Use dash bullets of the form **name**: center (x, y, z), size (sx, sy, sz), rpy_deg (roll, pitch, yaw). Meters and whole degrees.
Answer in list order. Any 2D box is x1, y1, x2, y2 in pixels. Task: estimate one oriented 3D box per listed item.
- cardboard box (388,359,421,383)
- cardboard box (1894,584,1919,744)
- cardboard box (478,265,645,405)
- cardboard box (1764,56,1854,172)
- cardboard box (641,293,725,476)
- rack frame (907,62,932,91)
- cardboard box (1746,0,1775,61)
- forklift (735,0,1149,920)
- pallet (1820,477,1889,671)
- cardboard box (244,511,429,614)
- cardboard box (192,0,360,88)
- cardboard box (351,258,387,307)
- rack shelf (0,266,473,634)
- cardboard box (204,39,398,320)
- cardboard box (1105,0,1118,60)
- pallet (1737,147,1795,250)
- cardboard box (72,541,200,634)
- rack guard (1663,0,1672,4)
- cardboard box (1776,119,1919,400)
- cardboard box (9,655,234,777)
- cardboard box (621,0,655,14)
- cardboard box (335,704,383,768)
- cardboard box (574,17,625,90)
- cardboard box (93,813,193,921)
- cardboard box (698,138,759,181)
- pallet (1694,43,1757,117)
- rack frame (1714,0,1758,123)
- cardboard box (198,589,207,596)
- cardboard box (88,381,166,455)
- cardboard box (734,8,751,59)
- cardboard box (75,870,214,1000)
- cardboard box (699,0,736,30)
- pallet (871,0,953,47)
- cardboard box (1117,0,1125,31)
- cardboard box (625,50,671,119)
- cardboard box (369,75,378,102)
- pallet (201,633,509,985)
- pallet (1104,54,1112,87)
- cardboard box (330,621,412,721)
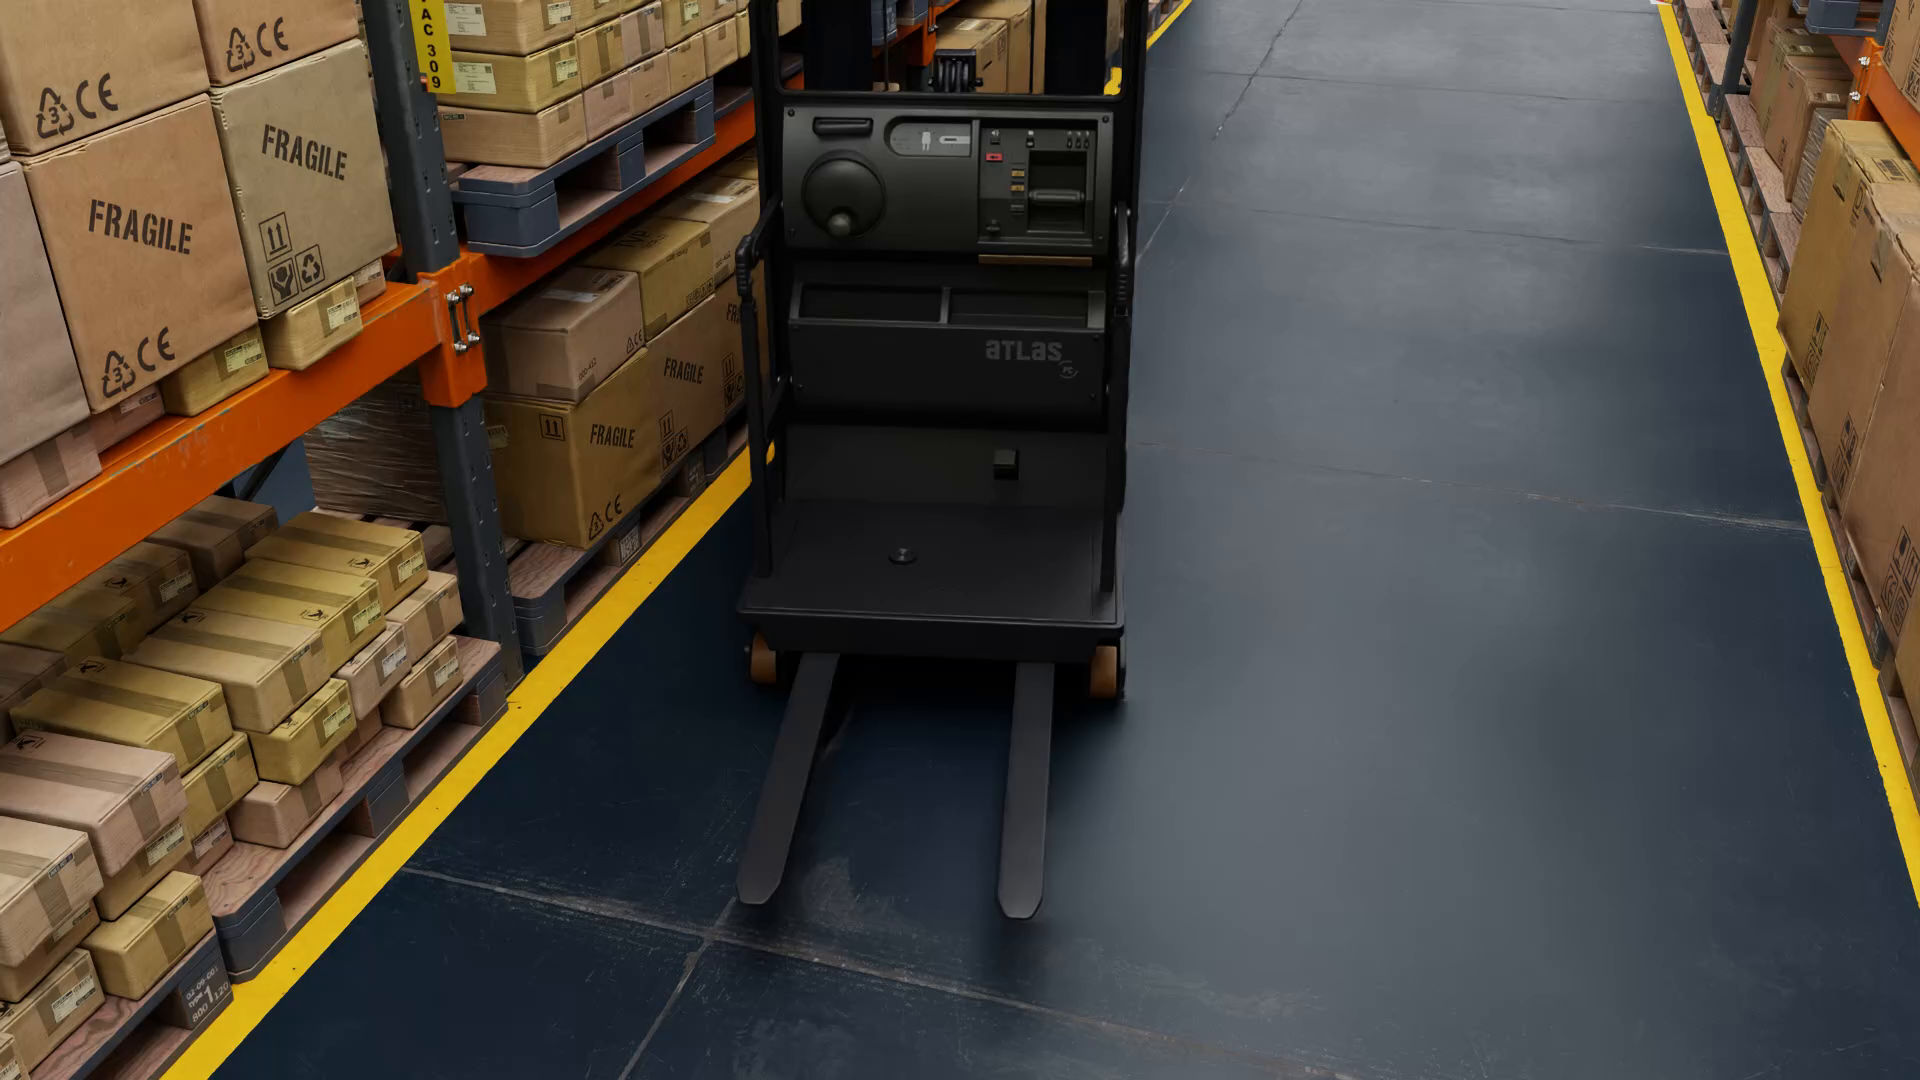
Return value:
- **cardboard box**: center (-1.825, -0.738, 5.359), size (0.500, 0.250, 0.500), rpy_deg (8, 30, 14)
- **cardboard box**: center (3.078, 0.262, 3.946), size (1.225, 0.875, 0.875), rpy_deg (9, 30, 15)
- **cardboard box**: center (-1.333, -0.662, 5.222), size (0.500, 0.250, 0.500), rpy_deg (7, 30, 13)
- **cardboard box**: center (4.735, -2.239, 8.808), size (0.700, 0.500, 0.500), rpy_deg (6, 30, 11)
- **cardboard box**: center (-1.178, -0.580, 5.846), size (0.500, 0.500, 0.500), rpy_deg (10, 31, 17)
- **rack frame**: center (-0.628, -2.796, 7.691), size (1.000, 3.000, 0.127), rpy_deg (8, 30, 15)
- **cardboard box**: center (5.574, -3.439, 10.985), size (0.500, 0.500, 0.500), rpy_deg (19, 34, 30)
- **forklift**: center (-0.052, -0.978, 4.492), size (1.130, 2.935, 3.031), rpy_deg (2, 29, 4)
- **pallet**: center (3.420, 0.098, 5.357), size (1.003, 0.211, 1.213), rpy_deg (8, 30, 15)
- **cardboard box**: center (-1.658, 0.068, 4.431), size (0.380, 0.149, 0.250), rpy_deg (9, 30, 16)
- **cardboard box**: center (-1.682, -1.291, 3.547), size (0.500, 0.500, 0.500), rpy_deg (7, 30, 13)
- **cardboard box**: center (-1.662, -0.661, 4.111), size (0.380, 0.149, 0.250), rpy_deg (8, 30, 14)
- **rack shelf**: center (-2.389, 0.307, 2.853), size (1.077, 0.370, 4.000), rpy_deg (8, 30, 15)
- **cardboard box**: center (-1.674, -0.846, 3.776), size (0.500, 0.500, 0.500), rpy_deg (9, 30, 15)
- **cardboard box**: center (0.450, -3.554, 10.935), size (1.050, 0.750, 0.750), rpy_deg (8, 30, 15)
- **pallet**: center (4.675, -1.751, 8.680), size (1.003, 0.211, 1.213), rpy_deg (8, 30, 15)
- **cardboard box**: center (-2.239, 0.115, 4.346), size (0.380, 0.149, 0.250), rpy_deg (10, 31, 17)
- **rack guard**: center (6.410, -4.631, 13.561), size (1.175, 0.500, 0.348), rpy_deg (8, 30, 15)
- **cardboard box**: center (3.861, -0.979, 6.177), size (1.225, 0.875, 0.875), rpy_deg (7, 30, 13)
- **cardboard box**: center (-1.912, 0.418, 3.801), size (0.380, 0.149, 0.250), rpy_deg (9, 30, 17)
- **cardboard box**: center (-1.093, -1.637, 4.822), size (0.380, 0.149, 0.250), rpy_deg (9, 30, 15)
- **cardboard box**: center (-1.748, 0.465, 4.329), size (0.380, 0.149, 0.250), rpy_deg (9, 30, 16)
- **cardboard box**: center (-1.173, -1.379, 4.664), size (0.380, 0.149, 0.250), rpy_deg (8, 30, 14)
- **cardboard box**: center (-1.944, 0.665, 3.663), size (0.380, 0.149, 0.250), rpy_deg (9, 30, 16)
- **cardboard box**: center (-0.880, -1.389, 6.530), size (0.500, 0.250, 0.500), rpy_deg (9, 30, 16)
- **pallet**: center (5.421, -2.999, 10.923), size (1.003, 0.211, 1.213), rpy_deg (8, 30, 15)
- **rack frame**: center (5.258, -3.900, 9.675), size (1.000, 3.000, 0.127), rpy_deg (8, 30, 15)
- **cardboard box**: center (-2.214, 0.118, 4.647), size (0.380, 0.149, 0.250), rpy_deg (10, 31, 17)
- **cardboard box**: center (-1.910, -0.300, 3.463), size (0.380, 0.149, 0.250), rpy_deg (8, 30, 13)
- **cardboard box**: center (-0.869, -1.736, 5.611), size (0.380, 0.149, 0.250), rpy_deg (8, 30, 14)
- **cardboard box**: center (-1.895, 0.837, 3.660), size (0.380, 0.149, 0.250), rpy_deg (8, 30, 15)
- **cardboard box**: center (-0.944, -1.746, 5.323), size (0.380, 0.149, 0.250), rpy_deg (10, 31, 17)
- **pallet**: center (-0.735, -2.366, 7.114), size (1.213, 0.211, 1.003), rpy_deg (8, 30, 15)
- **cardboard box**: center (0.798, -4.192, 11.954), size (0.875, 0.875, 0.875), rpy_deg (9, 30, 16)
- **cardboard box**: center (-1.094, -1.374, 4.960), size (0.380, 0.149, 0.250), rpy_deg (9, 30, 15)
- **cardboard box**: center (-1.875, -1.224, 4.690), size (0.380, 0.149, 0.250), rpy_deg (8, 30, 14)
- **pallet**: center (-1.965, 0.599, 4.457), size (1.003, 0.211, 1.213), rpy_deg (8, 30, 15)
- **pallet**: center (0.392, -3.067, 11.046), size (1.003, 0.211, 1.213), rpy_deg (8, 30, 15)
- **cardboard box**: center (-1.658, 0.314, 4.294), size (0.380, 0.149, 0.250), rpy_deg (7, 30, 12)
